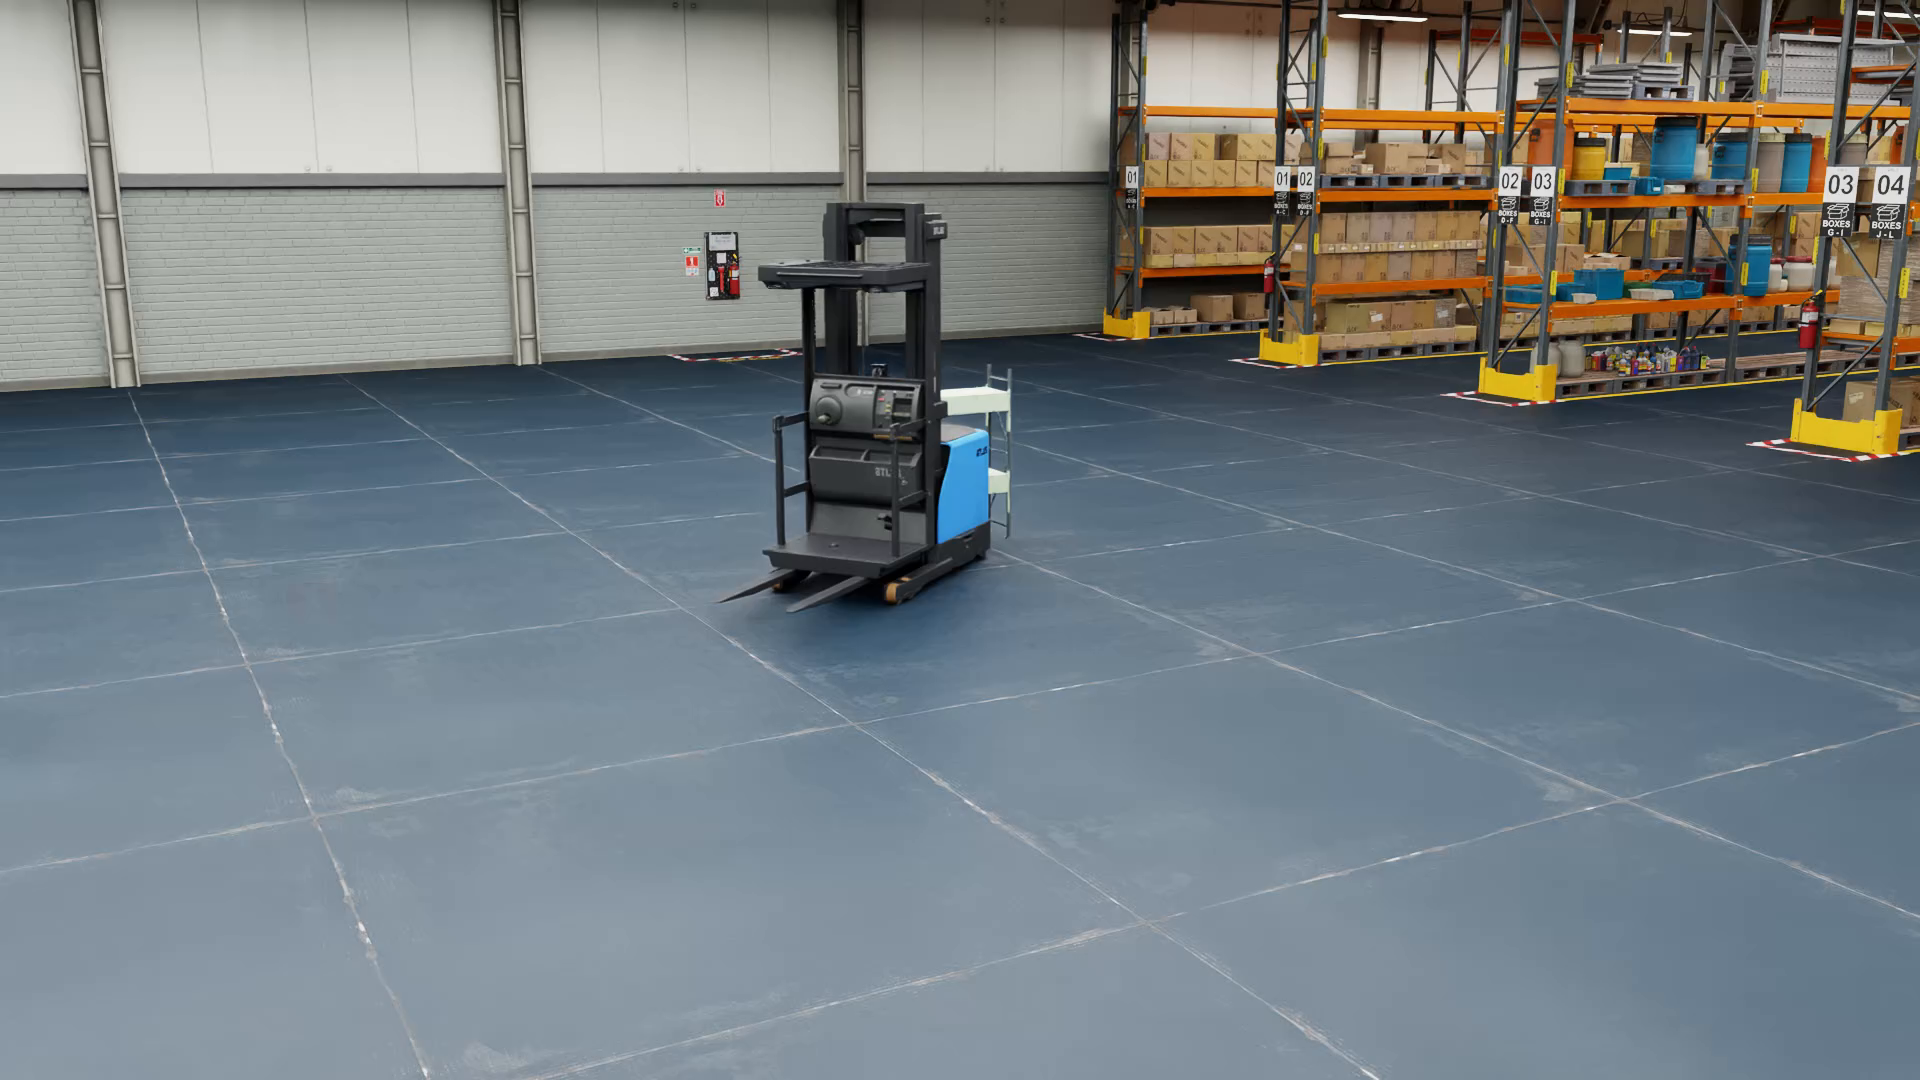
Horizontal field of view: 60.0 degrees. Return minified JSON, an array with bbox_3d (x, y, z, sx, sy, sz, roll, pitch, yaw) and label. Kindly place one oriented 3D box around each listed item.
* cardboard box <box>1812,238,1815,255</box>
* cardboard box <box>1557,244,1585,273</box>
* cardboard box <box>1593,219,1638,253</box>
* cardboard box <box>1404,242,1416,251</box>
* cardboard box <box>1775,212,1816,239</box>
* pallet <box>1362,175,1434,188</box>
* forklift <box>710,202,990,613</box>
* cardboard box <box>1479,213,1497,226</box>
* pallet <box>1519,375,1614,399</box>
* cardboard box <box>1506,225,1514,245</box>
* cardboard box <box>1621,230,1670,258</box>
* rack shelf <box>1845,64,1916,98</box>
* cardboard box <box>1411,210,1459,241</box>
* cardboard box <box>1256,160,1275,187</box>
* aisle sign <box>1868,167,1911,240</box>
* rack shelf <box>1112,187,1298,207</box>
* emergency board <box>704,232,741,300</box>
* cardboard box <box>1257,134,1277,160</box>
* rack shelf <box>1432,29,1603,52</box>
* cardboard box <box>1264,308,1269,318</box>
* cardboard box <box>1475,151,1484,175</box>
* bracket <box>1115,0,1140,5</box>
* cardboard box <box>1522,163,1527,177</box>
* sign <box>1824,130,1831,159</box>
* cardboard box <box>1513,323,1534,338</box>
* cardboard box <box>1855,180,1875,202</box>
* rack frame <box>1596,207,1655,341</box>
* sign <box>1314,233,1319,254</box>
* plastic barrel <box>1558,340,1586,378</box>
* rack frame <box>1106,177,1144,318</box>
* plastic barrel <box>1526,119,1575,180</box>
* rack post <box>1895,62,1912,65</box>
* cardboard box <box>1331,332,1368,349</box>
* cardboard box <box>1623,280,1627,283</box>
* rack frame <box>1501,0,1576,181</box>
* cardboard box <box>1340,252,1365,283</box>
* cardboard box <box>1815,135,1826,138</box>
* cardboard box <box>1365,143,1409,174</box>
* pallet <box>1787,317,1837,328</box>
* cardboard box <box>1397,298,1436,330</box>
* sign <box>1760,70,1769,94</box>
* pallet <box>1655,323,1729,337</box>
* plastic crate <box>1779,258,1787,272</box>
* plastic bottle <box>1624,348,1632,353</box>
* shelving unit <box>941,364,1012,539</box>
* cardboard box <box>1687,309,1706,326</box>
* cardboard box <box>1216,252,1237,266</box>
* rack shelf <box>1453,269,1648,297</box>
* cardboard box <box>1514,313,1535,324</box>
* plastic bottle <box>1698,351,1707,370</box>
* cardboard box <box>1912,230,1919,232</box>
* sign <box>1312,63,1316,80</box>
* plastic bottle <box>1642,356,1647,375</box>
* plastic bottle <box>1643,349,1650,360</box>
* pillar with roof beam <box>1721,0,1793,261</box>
[{"bbox_3d":[17.084,-5.827,33.440,0.500,0.500,0.500,-7,14,-27],"label":"cardboard box"},{"bbox_3d":[11.083,-5.170,30.524,0.500,0.500,0.500,-8,15,-31],"label":"cardboard box"},{"bbox_3d":[14.809,-6.952,37.987,0.700,0.700,0.980,-7,15,-29],"label":"cardboard box"},{"bbox_3d":[7.554,-5.014,28.352,0.250,0.149,0.380,-6,14,-26],"label":"cardboard box"},{"bbox_3d":[16.607,-6.254,33.062,0.500,0.500,0.500,-6,14,-26],"label":"cardboard box"},{"bbox_3d":[7.231,-6.079,28.157,1.213,0.211,1.003,-7,14,-28],"label":"pallet"},{"bbox_3d":[-0.819,-1.052,12.609,1.130,2.935,3.031,6,14,24],"label":"forklift"},{"bbox_3d":[11.164,-6.880,35.689,0.500,0.250,0.500,-7,14,-29],"label":"cardboard box"},{"bbox_3d":[8.656,-2.246,24.108,1.213,0.211,1.003,-7,14,-28],"label":"pallet"},{"bbox_3d":[11.620,-6.566,36.004,0.500,0.500,0.500,-7,14,-28],"label":"cardboard box"},{"bbox_3d":[13.046,-5.643,31.668,0.700,0.500,0.500,11,17,41],"label":"cardboard box"},{"bbox_3d":[12.025,-5.335,19.465,4.000,0.370,1.077,-7,14,-28],"label":"rack shelf"},{"bbox_3d":[8.207,-5.461,28.860,0.500,0.500,0.700,-7,14,-28],"label":"cardboard box"},{"bbox_3d":[5.885,-7.205,32.688,0.500,0.500,0.500,-8,15,-33],"label":"cardboard box"},{"bbox_3d":[10.358,-3.754,18.538,0.004,0.787,0.394,-7,14,-28],"label":"aisle sign"},{"bbox_3d":[4.904,-6.737,32.519,4.000,0.370,1.077,-7,14,-28],"label":"rack shelf"},{"bbox_3d":[-4.105,-4.771,28.975,0.643,1.169,0.194,-7,14,-28],"label":"emergency board"},{"bbox_3d":[5.871,-7.680,32.519,0.500,0.500,0.500,-6,14,-25],"label":"cardboard box"},{"bbox_3d":[11.926,-10.663,35.564,4.000,0.370,1.077,-7,14,-28],"label":"rack shelf"},{"bbox_3d":[6.205,-4.605,33.691,0.250,0.166,0.380,-9,16,-35],"label":"cardboard box"},{"bbox_3d":[11.009,-8.110,35.754,0.500,0.500,0.700,-8,15,-31],"label":"cardboard box"},{"bbox_3d":[3.155,-10.225,31.350,0.430,0.232,0.235,-7,14,-28],"label":"bracket"},{"bbox_3d":[10.063,-6.597,29.644,0.500,0.250,0.500,-8,15,-33],"label":"cardboard box"},{"bbox_3d":[10.021,-4.555,19.167,0.005,0.325,0.100,-7,14,-28],"label":"sign"},{"bbox_3d":[9.959,-3.792,29.934,0.500,0.250,0.500,-6,14,-26],"label":"cardboard box"},{"bbox_3d":[10.571,-4.040,19.239,0.500,0.250,0.500,-6,14,-27],"label":"cardboard box"},{"bbox_3d":[12.548,-5.301,31.334,0.127,3.000,1.000,-7,14,-28],"label":"rack frame"},{"bbox_3d":[5.786,-4.813,27.012,0.005,0.325,0.100,-7,14,-28],"label":"sign"},{"bbox_3d":[8.877,-2.633,24.185,0.421,0.512,0.421,0,13,0],"label":"plastic barrel"},{"bbox_3d":[3.149,-5.414,31.834,0.127,3.000,1.000,-7,14,-28],"label":"rack frame"},{"bbox_3d":[8.262,-5.458,23.264,0.708,0.830,0.600,-7,14,-28],"label":"plastic barrel"},{"bbox_3d":[15.555,-7.626,26.823,0.986,0.289,0.624,-7,14,-28],"label":"rack post"},{"bbox_3d":[6.540,-3.390,28.147,0.500,0.250,0.500,-7,14,-28],"label":"cardboard box"},{"bbox_3d":[14.830,-5.773,38.166,0.500,0.500,0.700,-7,14,-28],"label":"cardboard box"},{"bbox_3d":[7.896,-6.432,22.692,0.127,3.000,1.000,-7,14,-28],"label":"rack frame"},{"bbox_3d":[6.400,-4.611,28.040,0.500,0.500,0.700,-6,14,-26],"label":"cardboard box"},{"bbox_3d":[16.974,-7.806,33.126,0.500,0.500,0.700,-7,14,-28],"label":"cardboard box"},{"bbox_3d":[7.114,-6.367,27.735,0.500,0.500,0.500,-7,14,-28],"label":"cardboard box"},{"bbox_3d":[17.734,-4.563,34.404,1.213,0.211,1.003,-7,14,-28],"label":"pallet"},{"bbox_3d":[7.853,-3.915,28.773,0.500,0.500,0.500,-7,14,-28],"label":"cardboard box"},{"bbox_3d":[11.661,-6.643,24.109,0.005,0.325,0.100,-7,14,-28],"label":"sign"},{"bbox_3d":[14.291,-4.140,32.523,1.213,0.211,1.003,-7,14,-28],"label":"pallet"},{"bbox_3d":[13.353,-4.267,26.590,0.583,0.464,0.402,-7,14,-28],"label":"plastic crate"},{"bbox_3d":[10.169,-2.781,25.319,0.133,0.283,0.061,-6,14,-25],"label":"plastic bottle"},{"bbox_3d":[0.022,-0.743,14.493,0.755,1.500,0.431,-7,14,-27],"label":"shelving unit"},{"bbox_3d":[13.984,-4.397,32.008,0.500,0.500,0.500,-7,14,-29],"label":"cardboard box"},{"bbox_3d":[5.073,-5.503,32.527,0.500,0.250,0.500,-7,14,-27],"label":"cardboard box"},{"bbox_3d":[10.792,-4.740,30.478,4.000,0.370,1.077,-7,14,-28],"label":"rack shelf"},{"bbox_3d":[9.961,-4.065,29.867,0.500,0.311,0.500,-7,14,-29],"label":"cardboard box"},{"bbox_3d":[11.143,-2.701,24.963,0.133,0.283,0.061,-6,14,-25],"label":"plastic bottle"},{"bbox_3d":[11.510,-3.443,19.895,0.500,0.500,0.500,-7,14,-28],"label":"cardboard box"},{"bbox_3d":[6.904,-9.149,32.461,0.005,0.325,0.100,-7,14,-28],"label":"sign"},{"bbox_3d":[10.025,-2.566,24.390,0.097,0.271,0.097,0,13,0],"label":"plastic bottle"},{"bbox_3d":[10.430,-2.766,25.279,0.097,0.271,0.097,0,13,0],"label":"plastic bottle"},{"bbox_3d":[21.211,-9.645,36.971,0.548,9.000,9.100,-7,14,-28],"label":"pillar with roof beam"}]
